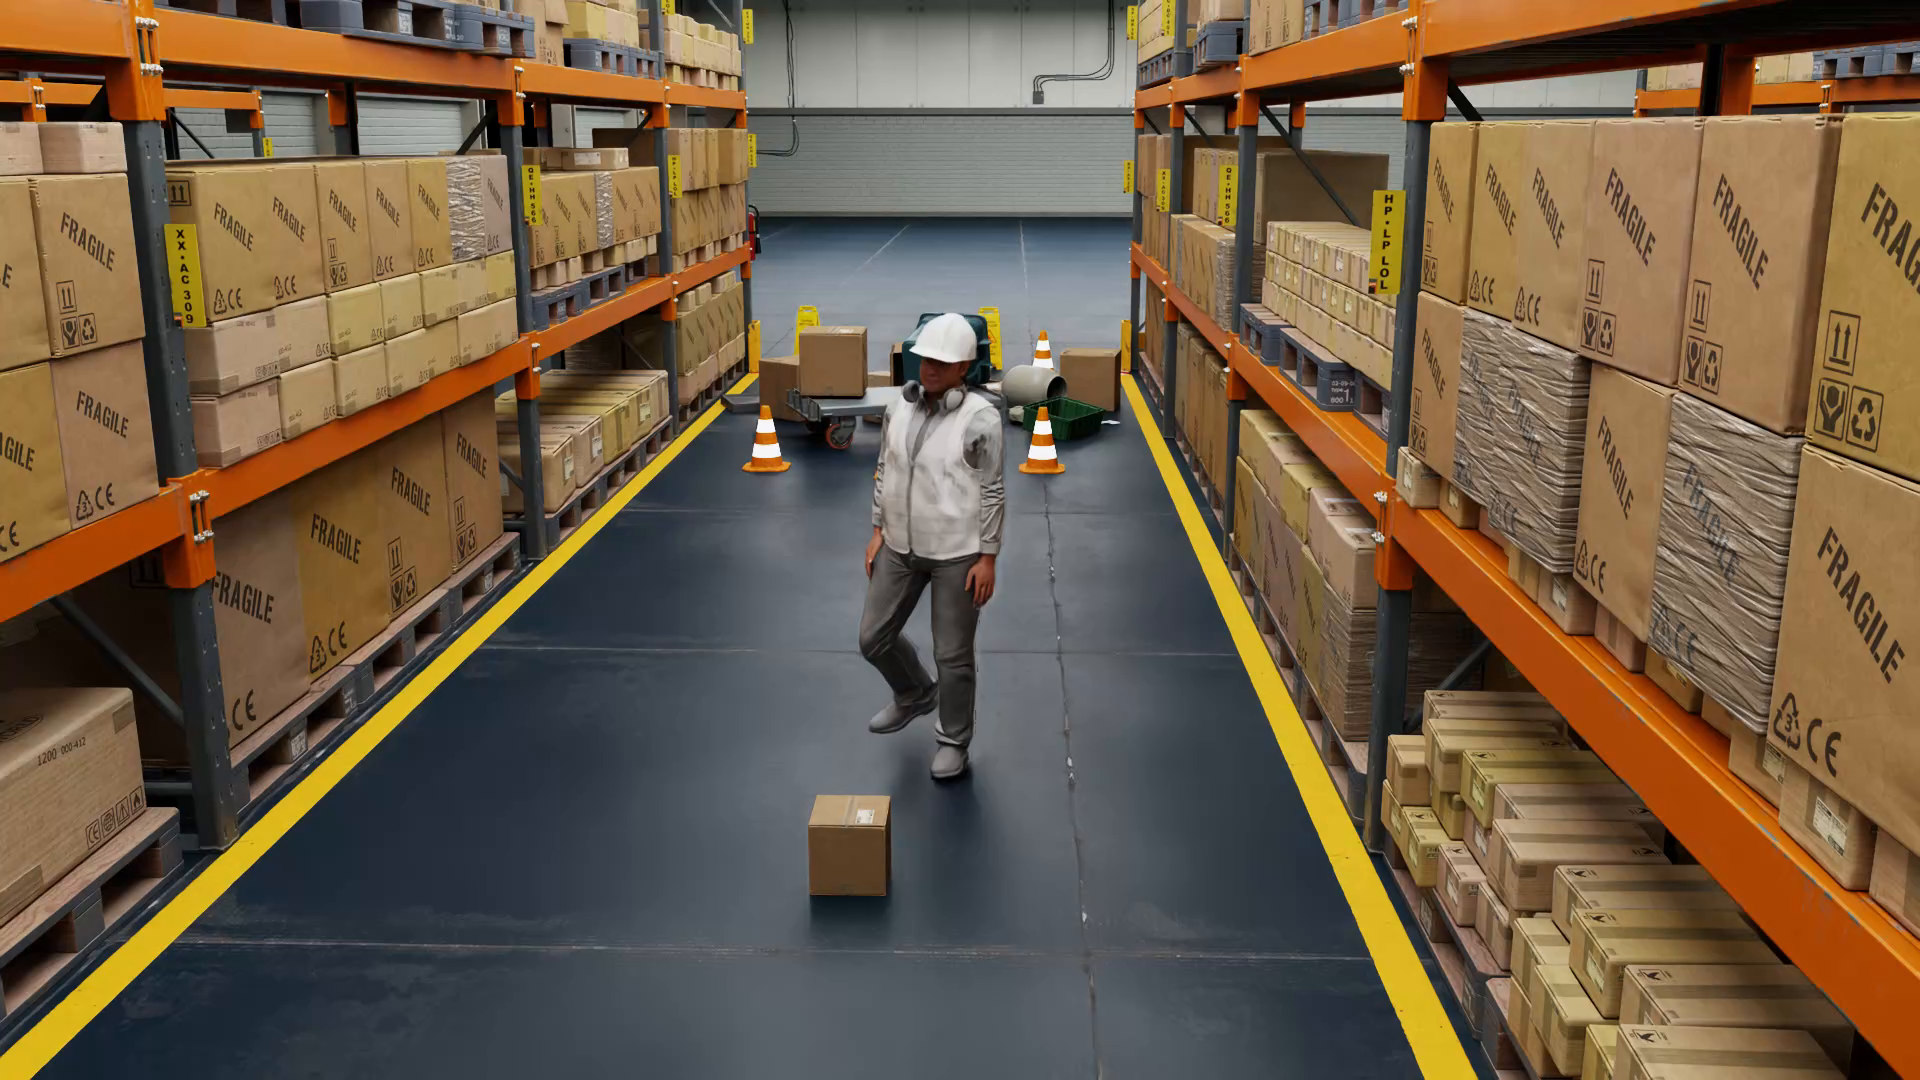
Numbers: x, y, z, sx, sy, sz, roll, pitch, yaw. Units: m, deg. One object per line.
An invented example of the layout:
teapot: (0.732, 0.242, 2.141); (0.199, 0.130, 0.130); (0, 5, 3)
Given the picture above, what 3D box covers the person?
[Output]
person: (-0.109, 0.010, 6.344); (0.670, 1.768, 0.465); (9, 16, 33)
